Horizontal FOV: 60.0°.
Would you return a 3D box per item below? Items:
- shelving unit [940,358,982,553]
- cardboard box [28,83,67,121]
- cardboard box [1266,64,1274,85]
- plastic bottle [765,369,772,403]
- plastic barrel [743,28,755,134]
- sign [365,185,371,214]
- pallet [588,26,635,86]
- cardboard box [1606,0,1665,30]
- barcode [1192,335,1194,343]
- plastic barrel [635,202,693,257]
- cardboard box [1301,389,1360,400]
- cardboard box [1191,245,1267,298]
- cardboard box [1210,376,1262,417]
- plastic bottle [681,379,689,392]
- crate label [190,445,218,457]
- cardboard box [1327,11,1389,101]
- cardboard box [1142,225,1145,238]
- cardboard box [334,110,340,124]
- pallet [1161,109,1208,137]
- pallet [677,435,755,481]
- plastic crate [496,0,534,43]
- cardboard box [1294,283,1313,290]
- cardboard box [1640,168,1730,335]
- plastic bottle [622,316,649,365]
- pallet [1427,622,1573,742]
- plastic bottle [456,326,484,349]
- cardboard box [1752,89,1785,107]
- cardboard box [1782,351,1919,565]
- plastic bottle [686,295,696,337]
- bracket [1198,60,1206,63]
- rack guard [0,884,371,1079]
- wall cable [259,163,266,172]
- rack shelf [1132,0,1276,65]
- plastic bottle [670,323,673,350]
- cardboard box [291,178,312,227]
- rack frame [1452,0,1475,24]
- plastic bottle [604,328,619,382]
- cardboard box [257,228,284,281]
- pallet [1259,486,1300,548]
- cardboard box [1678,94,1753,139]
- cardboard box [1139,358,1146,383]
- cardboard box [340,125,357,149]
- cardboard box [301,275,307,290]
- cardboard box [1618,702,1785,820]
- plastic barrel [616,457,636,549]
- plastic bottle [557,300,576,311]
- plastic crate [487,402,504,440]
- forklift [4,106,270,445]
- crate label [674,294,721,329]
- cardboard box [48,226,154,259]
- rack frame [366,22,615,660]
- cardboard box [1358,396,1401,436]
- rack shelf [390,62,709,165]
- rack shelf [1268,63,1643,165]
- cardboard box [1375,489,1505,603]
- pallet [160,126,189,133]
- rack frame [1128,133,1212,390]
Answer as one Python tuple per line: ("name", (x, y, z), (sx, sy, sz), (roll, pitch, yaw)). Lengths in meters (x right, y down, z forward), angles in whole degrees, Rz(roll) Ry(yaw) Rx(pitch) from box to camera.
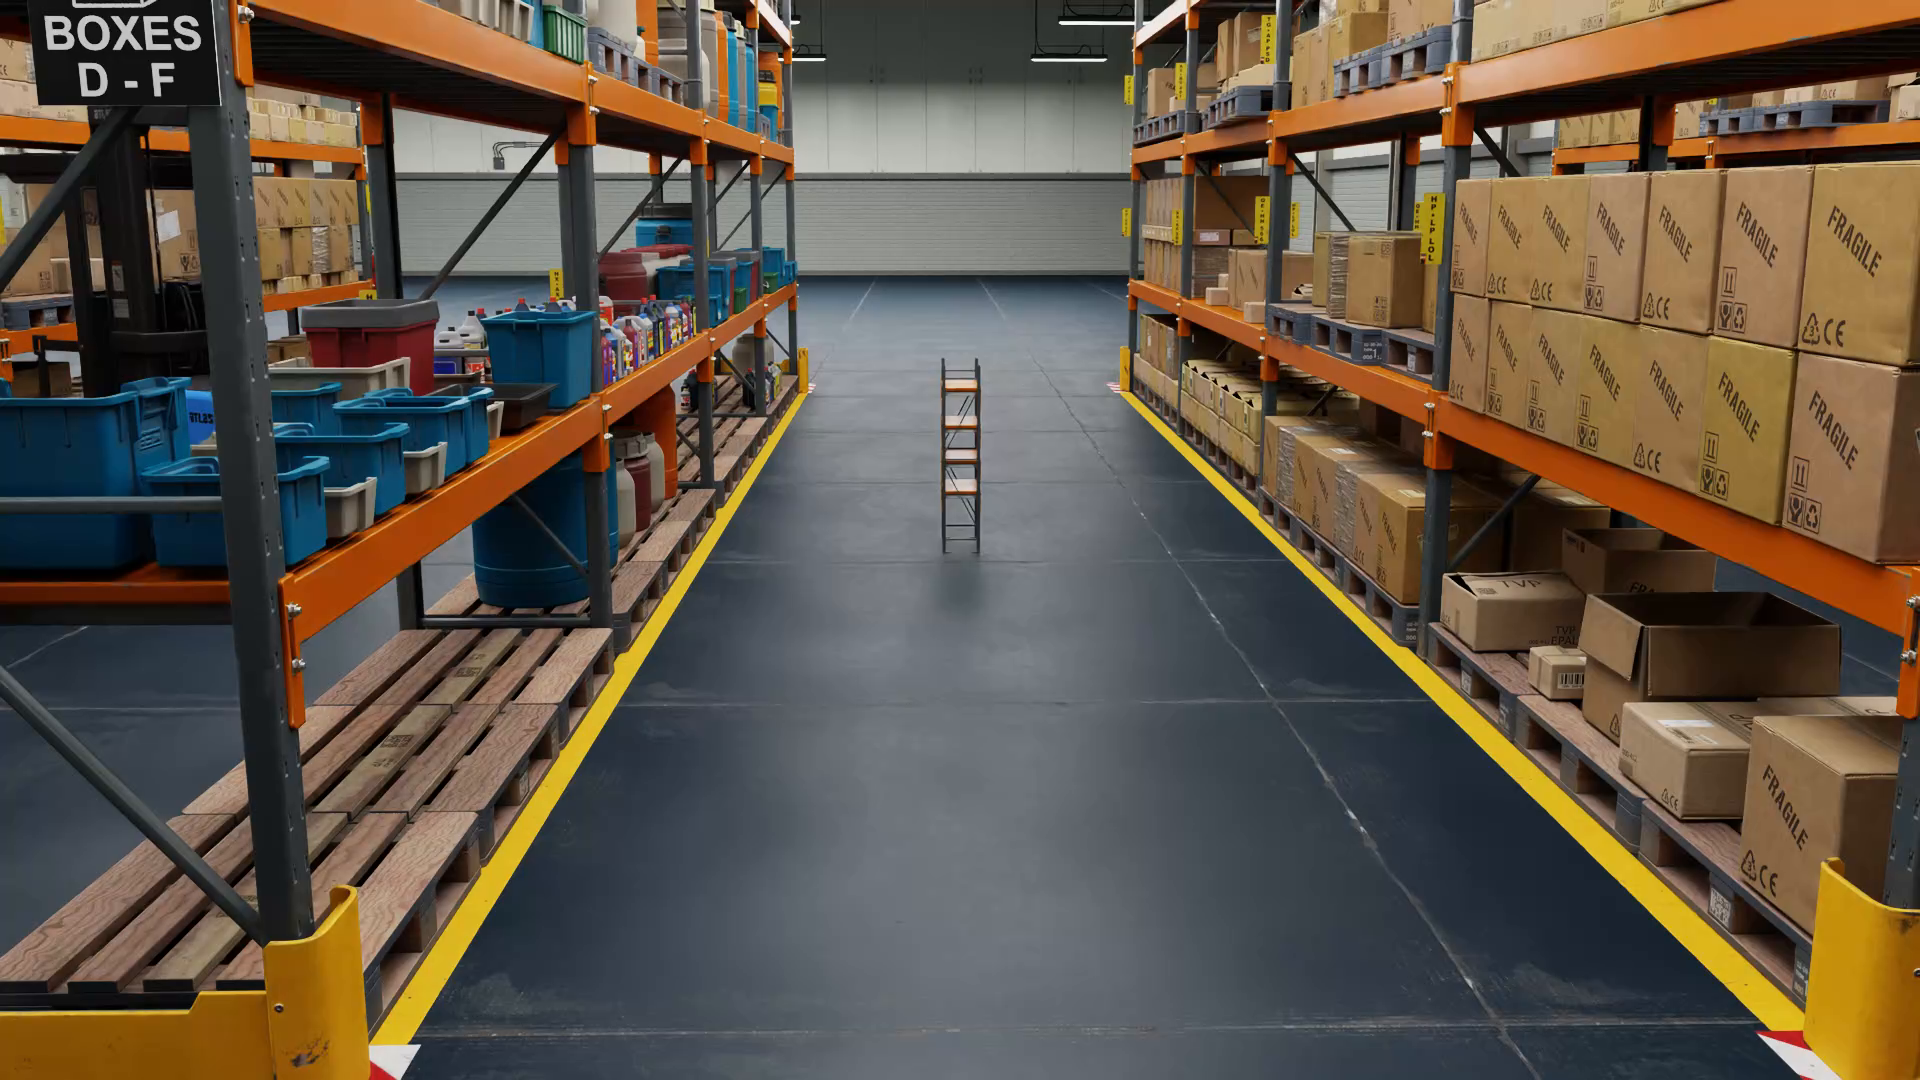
("shelving unit", (0.003, -0.555, 10.778), (0.258, 1.200, 0.503), (0, 11, -1))
("cardboard box", (-6.992, -3.236, 12.296), (0.500, 0.250, 0.500), (0, 11, 0))
("cardboard box", (2.583, -3.479, 12.439), (0.500, 0.250, 0.500), (0, 11, 0))
("plastic bottle", (-1.959, -1.538, 16.649), (0.144, 0.351, 0.185), (0, 11, 0))
("plastic barrel", (-2.130, -4.074, 14.789), (0.600, 0.901, 0.708), (0, 11, -1))
("sign", (-6.837, -3.953, 19.295), (0.100, 0.325, 0.005), (0, 11, -1))
("pallet", (-2.306, -2.401, 8.279), (1.213, 0.211, 1.003), (0, 11, -1))
("cardboard box", (2.552, -1.888, 5.654), (0.500, 0.250, 0.500), (0, 11, -1))
("barcode", (2.184, -1.886, 15.578), (0.001, 0.075, 0.075), (0, 11, -1))
("plastic barrel", (-2.652, -2.626, 15.196), (0.600, 0.901, 0.708), (0, 11, -1))
("cardboard box", (2.941, -1.025, 13.017), (0.500, 0.311, 0.500), (-1, 11, -3))
("cardboard box", (2.579, -2.615, 16.152), (0.700, 0.500, 0.500), (-1, 11, -3))
("cardboard box", (2.387, -1.222, 13.987), (0.500, 0.311, 0.500), (0, 11, 0))
("plastic bottle", (-2.697, -1.437, 16.322), (0.061, 0.283, 0.133), (0, 11, 2))
("crate label", (-2.329, -0.247, 5.245), (0.396, 0.136, 0.243), (0, 11, -1))
("cardboard box", (2.742, -2.910, 10.064), (0.910, 0.500, 0.500), (0, 11, -1))
("cardboard box", (2.305, -3.561, 19.183), (0.380, 0.149, 0.250), (0, 11, -2))
("cardboard box", (-7.071, -4.665, 18.338), (0.380, 0.149, 0.250), (-1, 11, -4))
("pallet", (2.551, -4.074, 16.273), (1.003, 0.211, 1.213), (0, 11, -1))
("pallet", (-2.274, -0.692, 13.941), (1.003, 0.211, 1.213), (0, 11, -1))
("plastic crate", (-1.785, -1.957, 6.281), (0.293, 0.136, 0.466), (0, 11, -1))
("cardboard box", (2.853, -1.817, 12.697), (0.500, 0.311, 0.500), (0, 11, -2))
("cardboard box", (2.532, -0.922, 5.293), (0.500, 0.500, 0.500), (0, 11, 0))
("plastic bottle", (-1.845, -1.131, 9.400), (0.152, 0.276, 0.135), (0, 11, -1))
("pallet", (2.773, 0.616, 7.493), (1.003, 0.211, 1.213), (0, 11, -1))
("plastic bottle", (-2.531, -0.957, 8.542), (0.152, 0.276, 0.135), (0, 11, -1))
("cardboard box", (7.479, -4.115, 14.944), (0.500, 0.500, 0.500), (1, 12, 7))
("cardboard box", (2.562, -0.229, 4.393), (0.500, 0.500, 0.500), (0, 11, 1))
("plastic bottle", (-1.840, -1.527, 11.335), (0.061, 0.283, 0.133), (0, 11, -1))
("bracket", (7.312, -14.378, 50.244), (0.235, 0.232, 0.430), (0, 11, -1))
("rack guard", (-2.096, 1.157, 4.098), (1.175, 0.500, 0.348), (0, 11, -1))
("wall cable", (-22.508, -11.002, 50.465), (3.097, 2.526, 0.112), (0, 11, -1))
("rack shelf", (2.554, -5.267, 17.202), (1.077, 0.370, 4.000), (0, 11, -1))
("plastic bottle", (-1.837, -1.282, 10.336), (0.097, 0.201, 0.097), (0, 11, 0))
("cardboard box", (-7.108, -3.511, 17.307), (0.500, 0.500, 0.500), (0, 11, -1))
("rack frame", (2.760, -3.827, 7.292), (1.000, 3.000, 0.127), (0, 11, -1))
("plastic bottle", (-1.799, -0.948, 8.511), (0.097, 0.271, 0.097), (0, 11, 0))
("cardboard box", (-7.232, -2.822, 16.423), (0.875, 0.500, 0.500), (0, 11, -1))
("pallet", (2.655, -0.167, 11.353), (1.003, 0.211, 1.213), (0, 11, -1))
("cardboard box", (7.290, -4.127, 16.013), (0.500, 0.500, 0.500), (0, 11, 0))
("cardboard box", (2.315, -1.924, 18.858), (0.500, 0.250, 0.500), (0, 11, -1))
("cardboard box", (-7.128, -4.535, 18.699), (0.500, 0.250, 0.500), (0, 11, 0))
("cardboard box", (-7.108, -2.706, 17.485), (0.380, 0.149, 0.250), (0, 11, -1))
("cardboard box", (2.596, 0.744, 5.658), (0.500, 0.250, 0.500), (0, 11, -1))
("plastic barrel", (-2.123, -0.216, 9.780), (0.421, 0.512, 0.421), (0, 11, 0))
("plastic bottle", (-2.579, -1.423, 10.840), (0.152, 0.276, 0.135), (0, 11, -1))
("plastic crate", (-1.856, -0.423, 6.112), (0.293, 0.136, 0.466), (0, 11, -1))
("forklift", (-5.462, -1.494, 11.052), (3.031, 2.935, 1.130), (7, 13, 31))
("crate label", (-1.909, -1.666, 12.148), (0.303, 0.233, 0.416), (0, 11, -1))
("cardboard box", (-7.181, -2.350, 13.782), (0.797, 0.503, 0.637), (1, 12, 5))
("rack frame", (-2.192, -0.868, 7.792), (1.000, 3.000, 0.127), (0, 11, -1))
("cardboard box", (2.937, -0.844, 10.971), (0.500, 0.250, 0.500), (0, 11, 1))
("rack shelf", (-2.233, -2.383, 9.525), (1.077, 0.370, 4.000), (0, 11, -1))
("rack shelf", (2.719, -2.402, 9.621), (1.077, 0.370, 4.000), (0, 11, -1))
("cardboard box", (2.464, 0.025, 8.571), (0.500, 0.500, 0.500), (0, 11, -1))
("pallet", (-7.403, -3.692, 14.644), (1.213, 0.211, 1.003), (0, 11, -1))
("rack frame", (2.512, -3.273, 19.646), (1.000, 3.000, 0.127), (0, 11, -1))
